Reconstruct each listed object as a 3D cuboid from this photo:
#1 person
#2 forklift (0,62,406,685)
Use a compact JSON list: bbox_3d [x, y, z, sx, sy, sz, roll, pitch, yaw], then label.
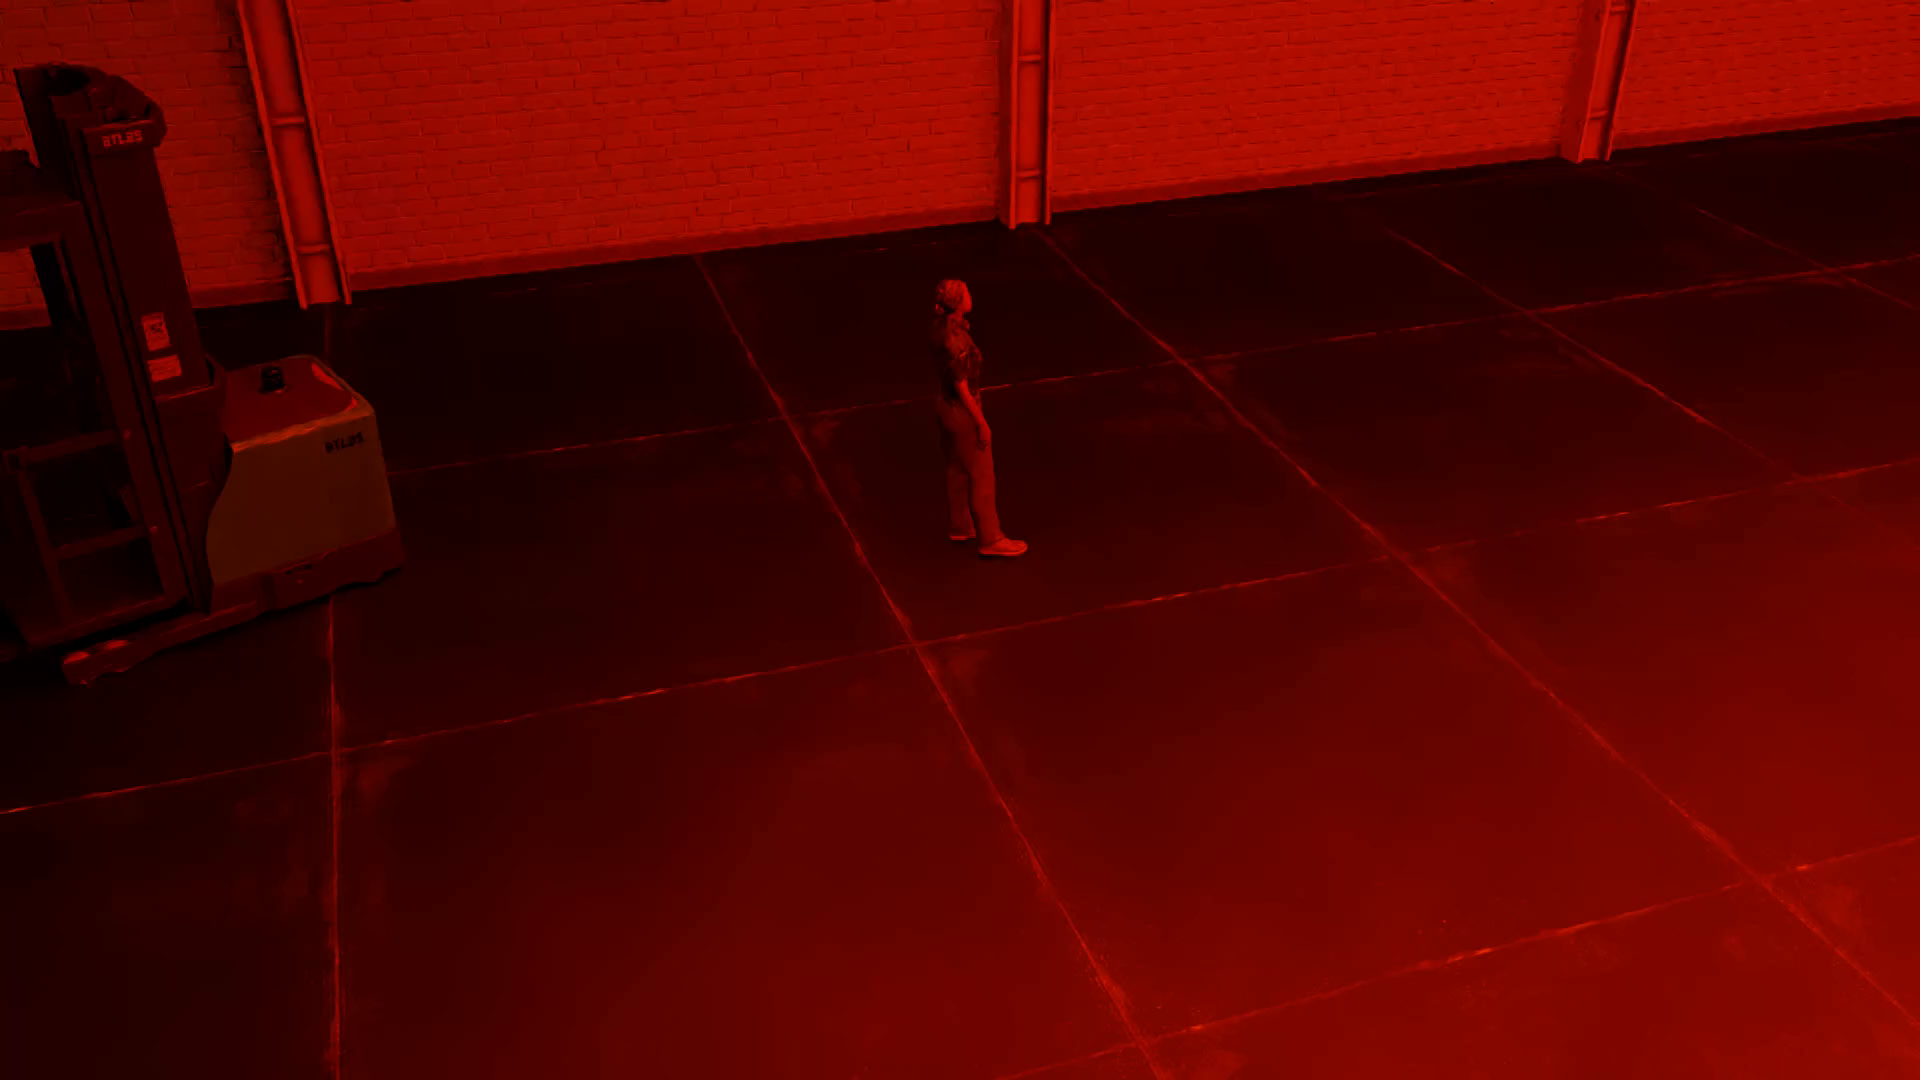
[{"bbox_3d":[0.089,-0.728,9.618,0.503,1.654,0.570,-10,31,-16],"label":"person"},{"bbox_3d":[-4.694,-0.809,8.493,3.031,2.935,1.130,-22,36,-33],"label":"forklift"}]
